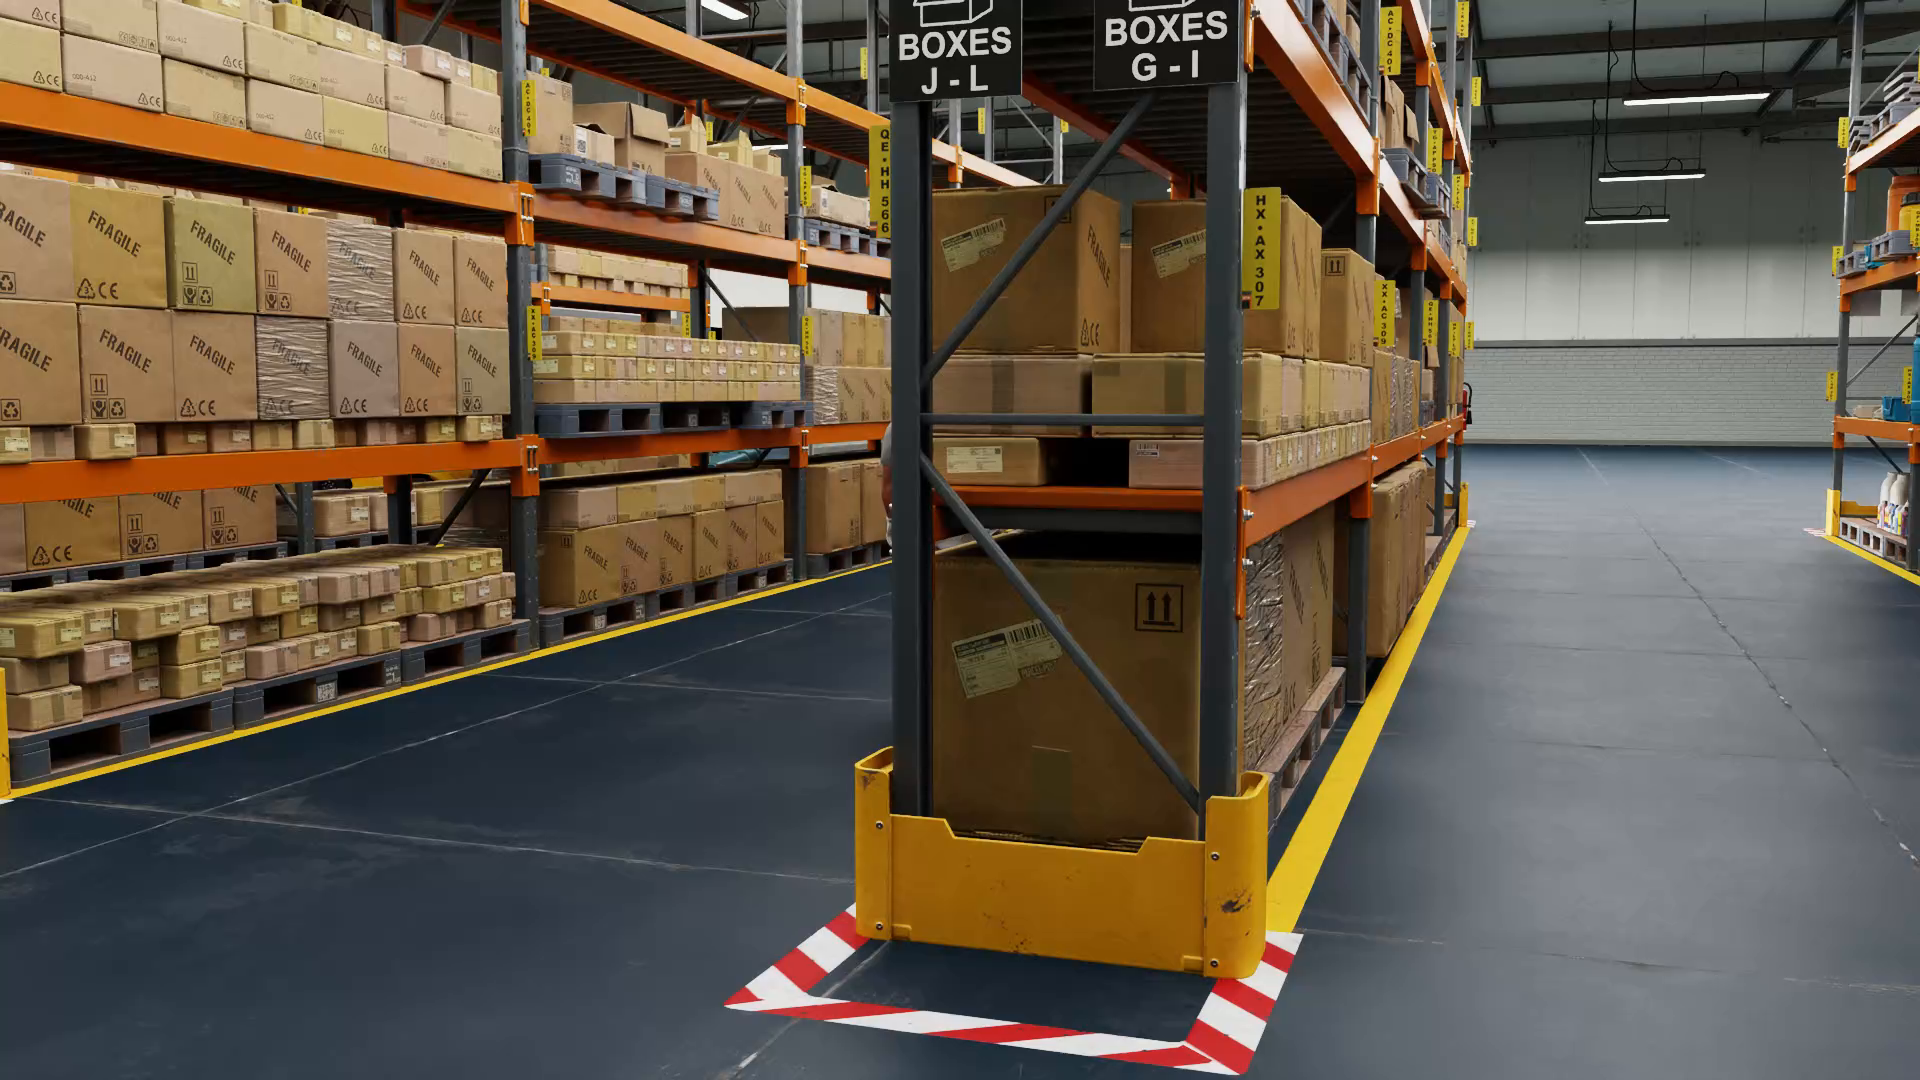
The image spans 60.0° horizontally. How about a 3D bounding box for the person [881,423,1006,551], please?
[{"bbox_3d":[-0.058,-0.072,8.504,0.638,1.788,0.563,2,5,19],"label":"person"}]
